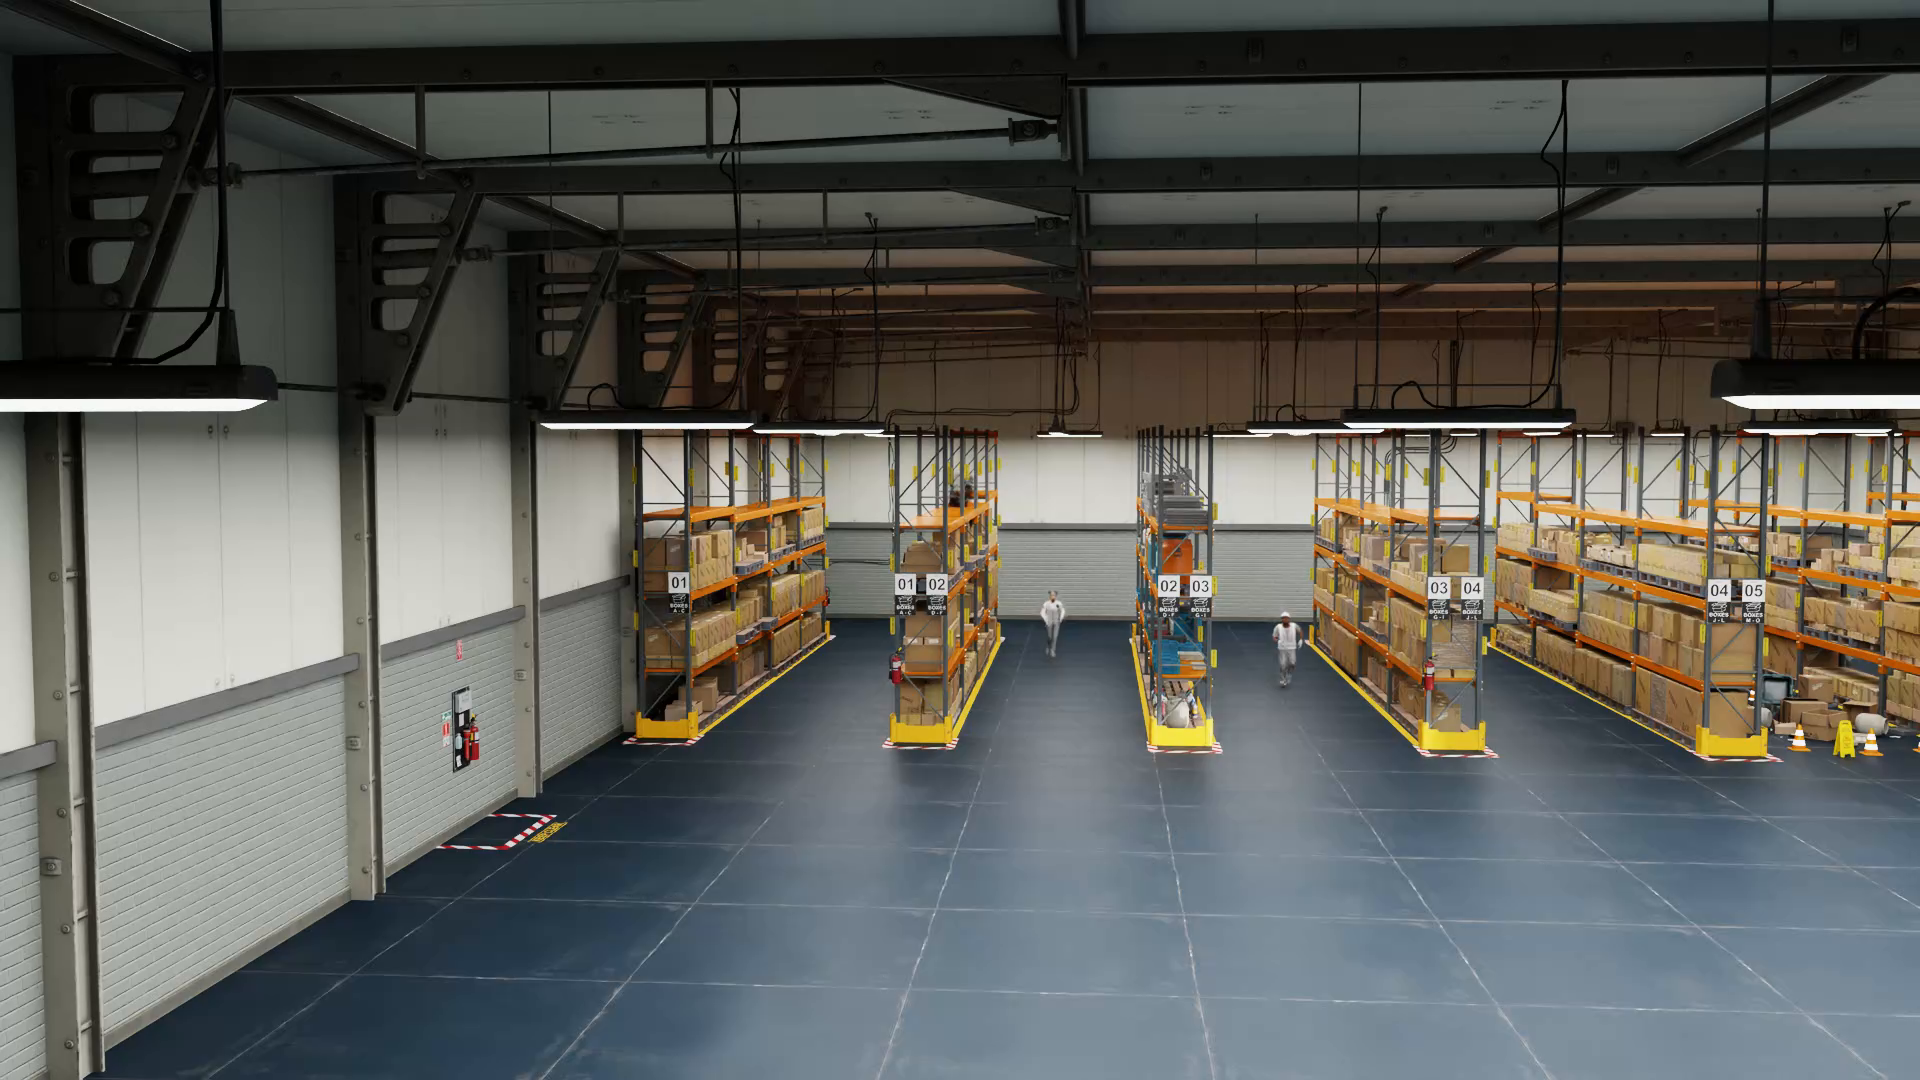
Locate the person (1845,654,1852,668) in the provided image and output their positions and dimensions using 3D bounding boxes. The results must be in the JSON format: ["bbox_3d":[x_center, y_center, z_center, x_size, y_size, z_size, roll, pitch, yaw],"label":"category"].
[{"bbox_3d":[21.954,2.382,41.182,0.668,1.738,0.794,0,3,-1],"label":"person"}]

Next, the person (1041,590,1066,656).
[{"bbox_3d":[2.365,2.090,42.042,0.617,1.663,0.544,0,3,0],"label":"person"}]

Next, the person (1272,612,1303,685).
[{"bbox_3d":[7.569,2.528,38.405,0.708,1.727,0.763,0,3,7],"label":"person"}]
